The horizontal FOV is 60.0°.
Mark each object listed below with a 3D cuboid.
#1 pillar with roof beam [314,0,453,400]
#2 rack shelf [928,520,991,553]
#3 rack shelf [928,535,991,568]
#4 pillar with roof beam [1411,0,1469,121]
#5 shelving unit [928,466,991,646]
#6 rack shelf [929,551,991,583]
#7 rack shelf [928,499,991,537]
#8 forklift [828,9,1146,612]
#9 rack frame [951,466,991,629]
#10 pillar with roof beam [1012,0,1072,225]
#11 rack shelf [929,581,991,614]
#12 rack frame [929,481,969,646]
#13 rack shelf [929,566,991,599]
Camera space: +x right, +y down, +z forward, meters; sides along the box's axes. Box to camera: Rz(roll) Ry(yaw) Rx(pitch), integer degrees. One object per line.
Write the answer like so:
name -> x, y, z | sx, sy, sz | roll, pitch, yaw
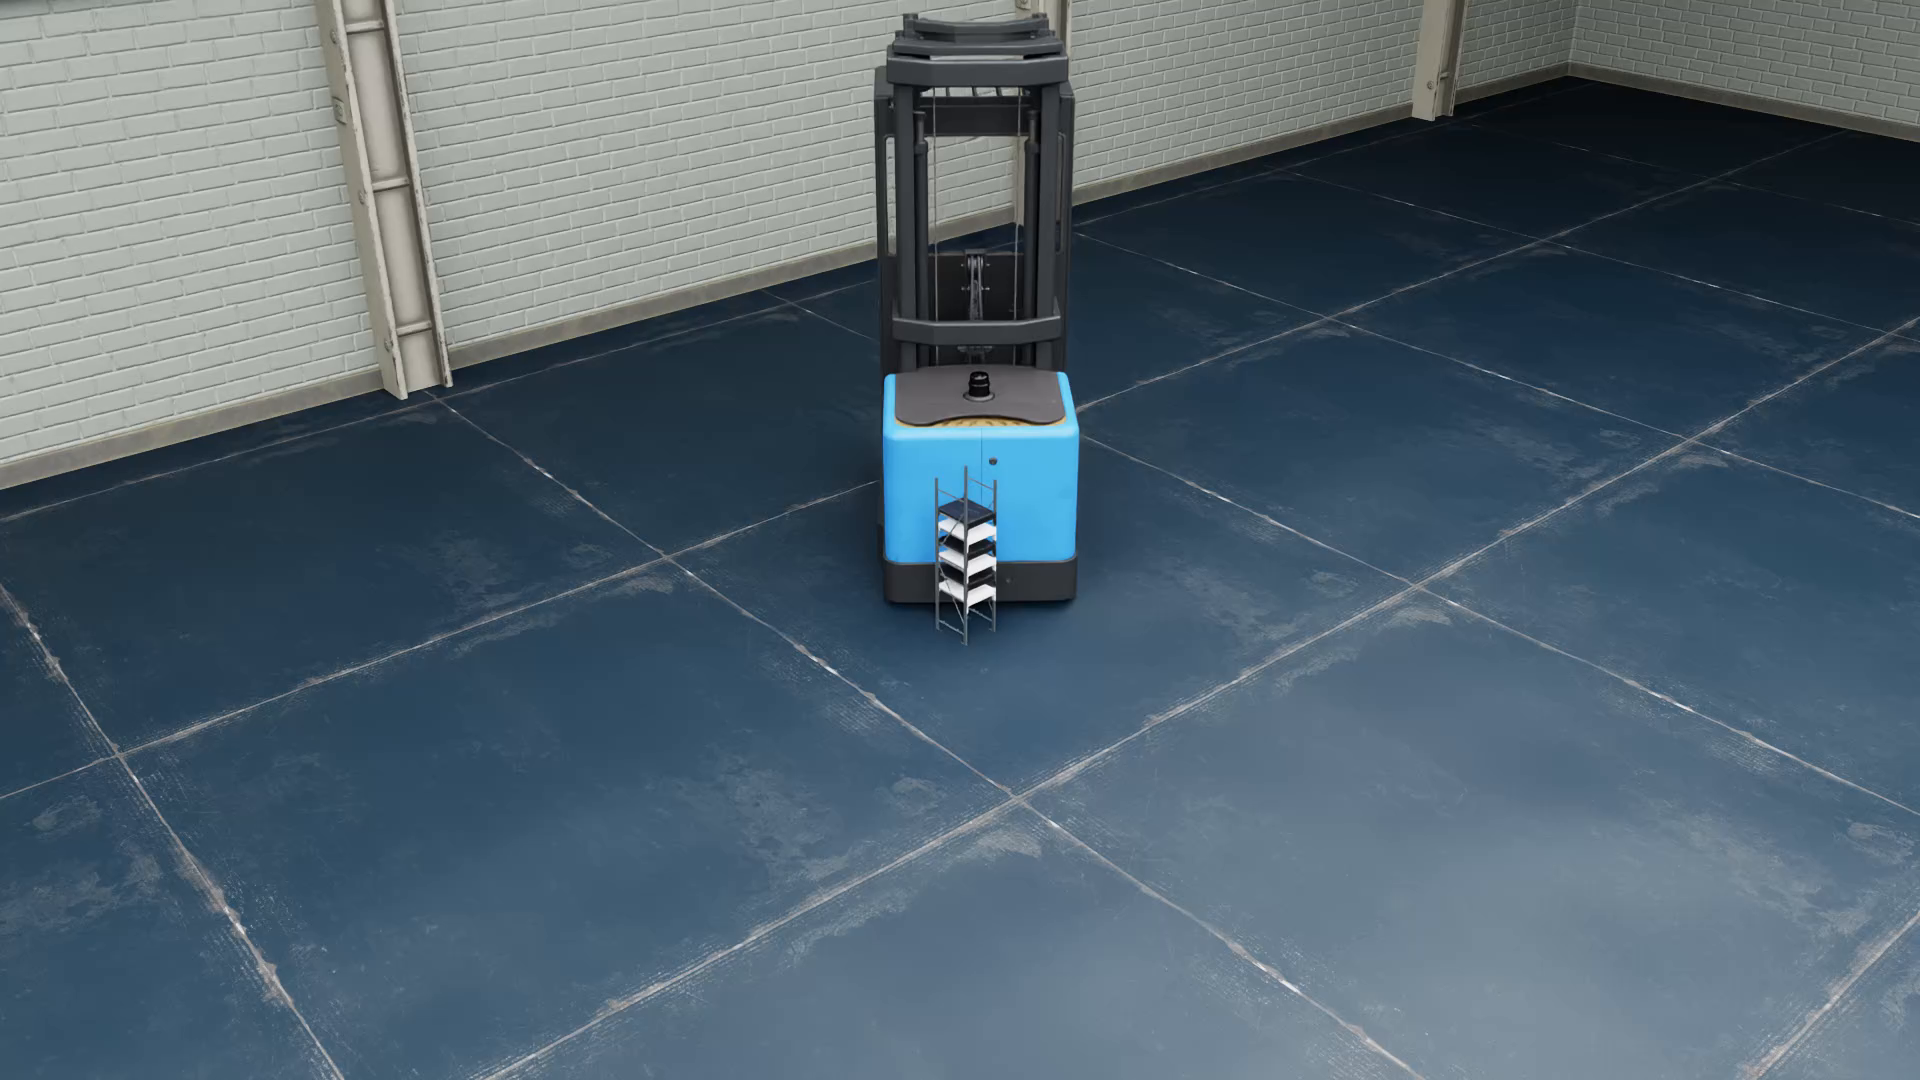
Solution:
pillar with roof beam -> -1.049, -3.516, 6.782 | 0.400, 9.000, 9.100 | -22, 35, -35
rack shelf -> -0.001, -0.041, 8.560 | 0.258, 0.077, 0.200 | 17, 32, 29
rack shelf -> -0.001, 0.039, 8.603 | 0.258, 0.077, 0.200 | 17, 32, 29
pillar with roof beam -> 8.080, -7.187, 13.651 | 0.400, 9.000, 9.100 | -22, 35, -35
shelving unit -> -0.001, 0.089, 8.629 | 0.258, 0.900, 0.210 | 17, 32, 29
rack shelf -> -0.001, 0.118, 8.645 | 0.258, 0.077, 0.200 | 17, 32, 29
rack shelf -> -0.001, -0.120, 8.518 | 0.258, 0.077, 0.200 | 17, 32, 29
forklift -> 0.342, -1.582, 9.600 | 1.130, 2.935, 3.031 | 12, 30, 21
rack frame -> 0.054, 0.048, 8.705 | 0.240, 0.900, 0.006 | 17, 32, 29
pillar with roof beam -> 3.515, -5.352, 10.217 | 0.400, 9.000, 9.100 | -22, 35, -35
rack shelf -> -0.001, 0.277, 8.730 | 0.258, 0.077, 0.200 | 17, 32, 29
rack frame -> -0.056, 0.129, 8.554 | 0.240, 0.900, 0.006 | 17, 32, 29
rack shelf -> -0.001, 0.197, 8.688 | 0.258, 0.077, 0.200 | 17, 32, 29
